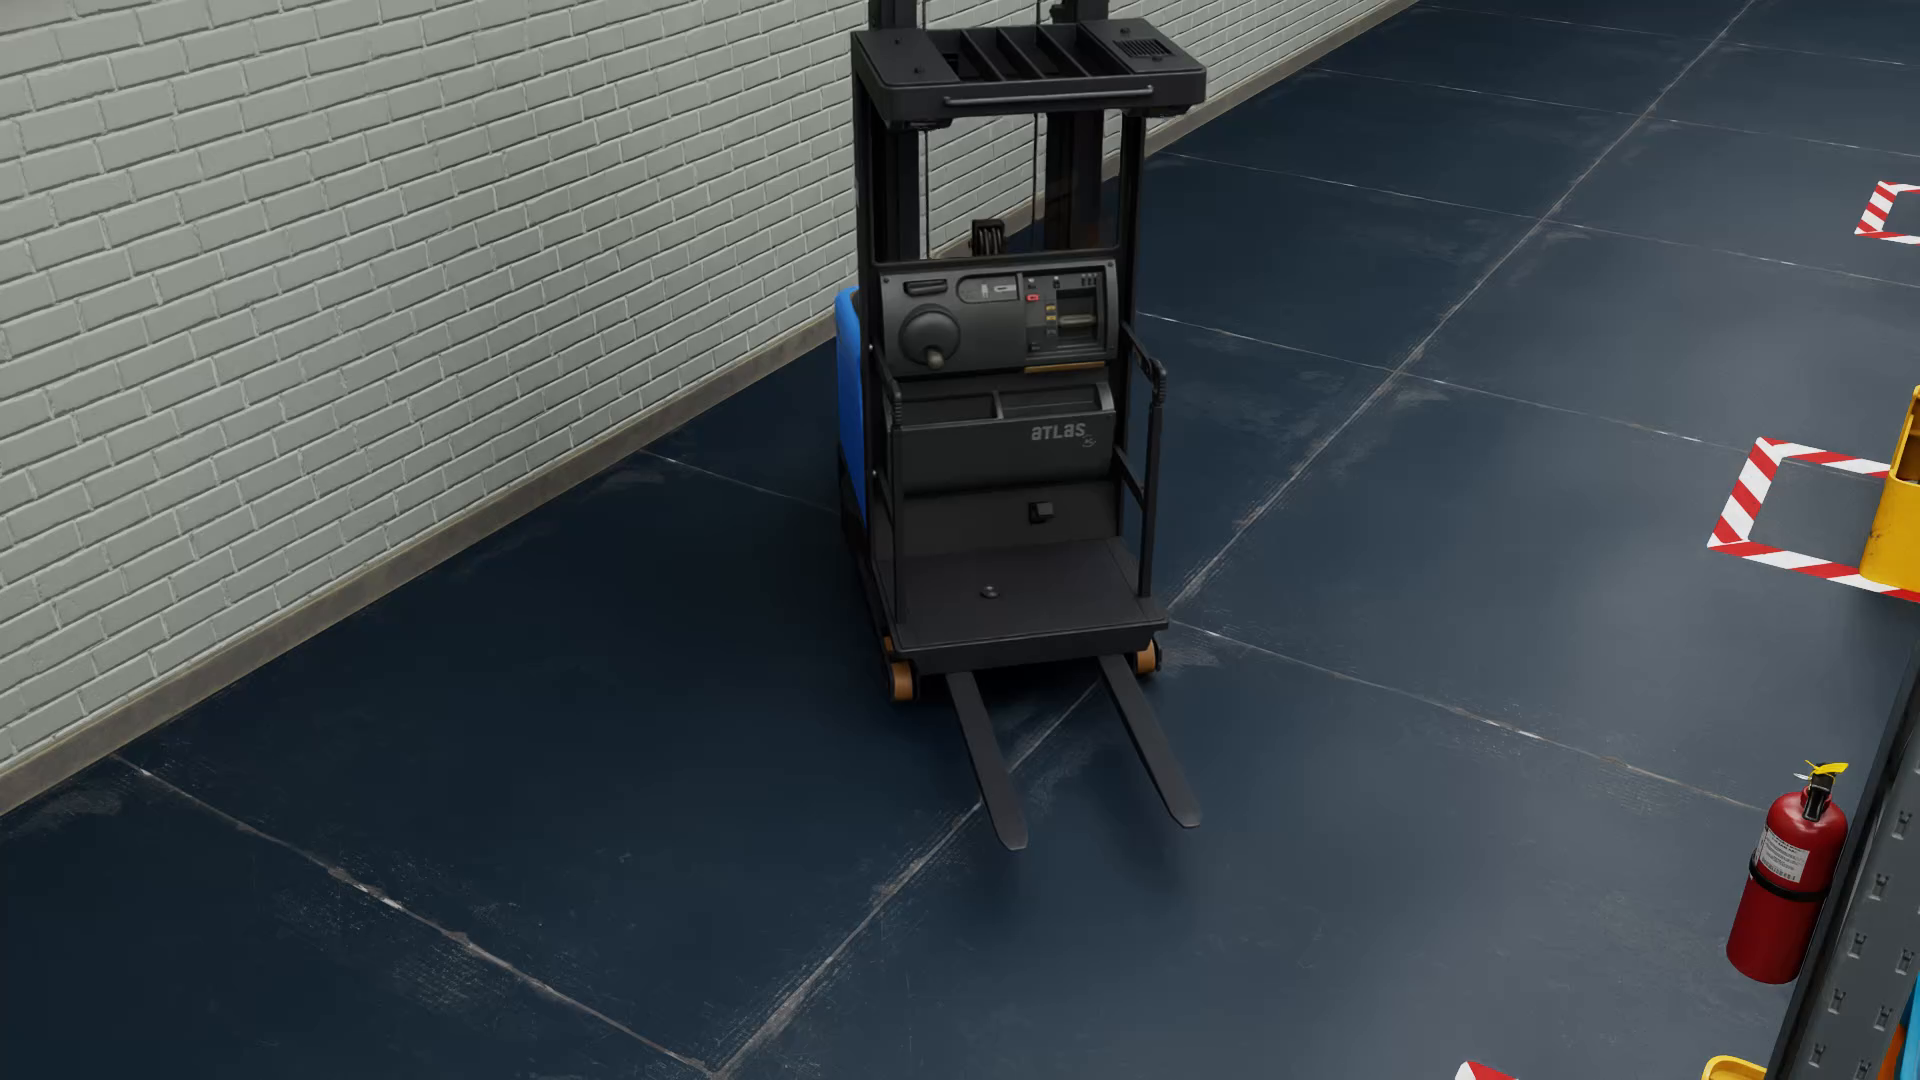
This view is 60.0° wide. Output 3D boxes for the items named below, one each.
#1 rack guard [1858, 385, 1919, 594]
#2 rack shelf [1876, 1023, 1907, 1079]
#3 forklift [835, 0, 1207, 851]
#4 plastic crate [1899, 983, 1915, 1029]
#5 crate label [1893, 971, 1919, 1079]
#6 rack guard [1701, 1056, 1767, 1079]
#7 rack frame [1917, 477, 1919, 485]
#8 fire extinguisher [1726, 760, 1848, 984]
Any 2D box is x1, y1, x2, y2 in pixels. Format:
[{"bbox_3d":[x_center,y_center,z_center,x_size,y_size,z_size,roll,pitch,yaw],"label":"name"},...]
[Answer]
[{"bbox_3d":[4.480,-0.252,7.686,0.348,0.500,1.175,18,35,27],"label":"rack guard"},{"bbox_3d":[3.561,1.635,2.685,4.000,0.370,1.077,18,35,27],"label":"rack shelf"},{"bbox_3d":[0.200,-0.821,6.248,1.130,2.935,3.031,-6,31,-10],"label":"forklift"},{"bbox_3d":[2.250,0.757,3.381,0.499,0.435,0.616,18,35,27],"label":"plastic crate"},{"bbox_3d":[1.901,1.042,3.095,0.303,0.233,0.416,18,35,27],"label":"crate label"},{"bbox_3d":[1.840,1.867,4.053,0.348,0.500,1.175,18,35,27],"label":"rack guard"},{"bbox_3d":[4.500,-1.325,7.045,0.127,3.000,1.000,18,35,27],"label":"rack frame"},{"bbox_3d":[1.981,0.749,3.937,0.183,0.674,0.296,18,35,27],"label":"fire extinguisher"}]
